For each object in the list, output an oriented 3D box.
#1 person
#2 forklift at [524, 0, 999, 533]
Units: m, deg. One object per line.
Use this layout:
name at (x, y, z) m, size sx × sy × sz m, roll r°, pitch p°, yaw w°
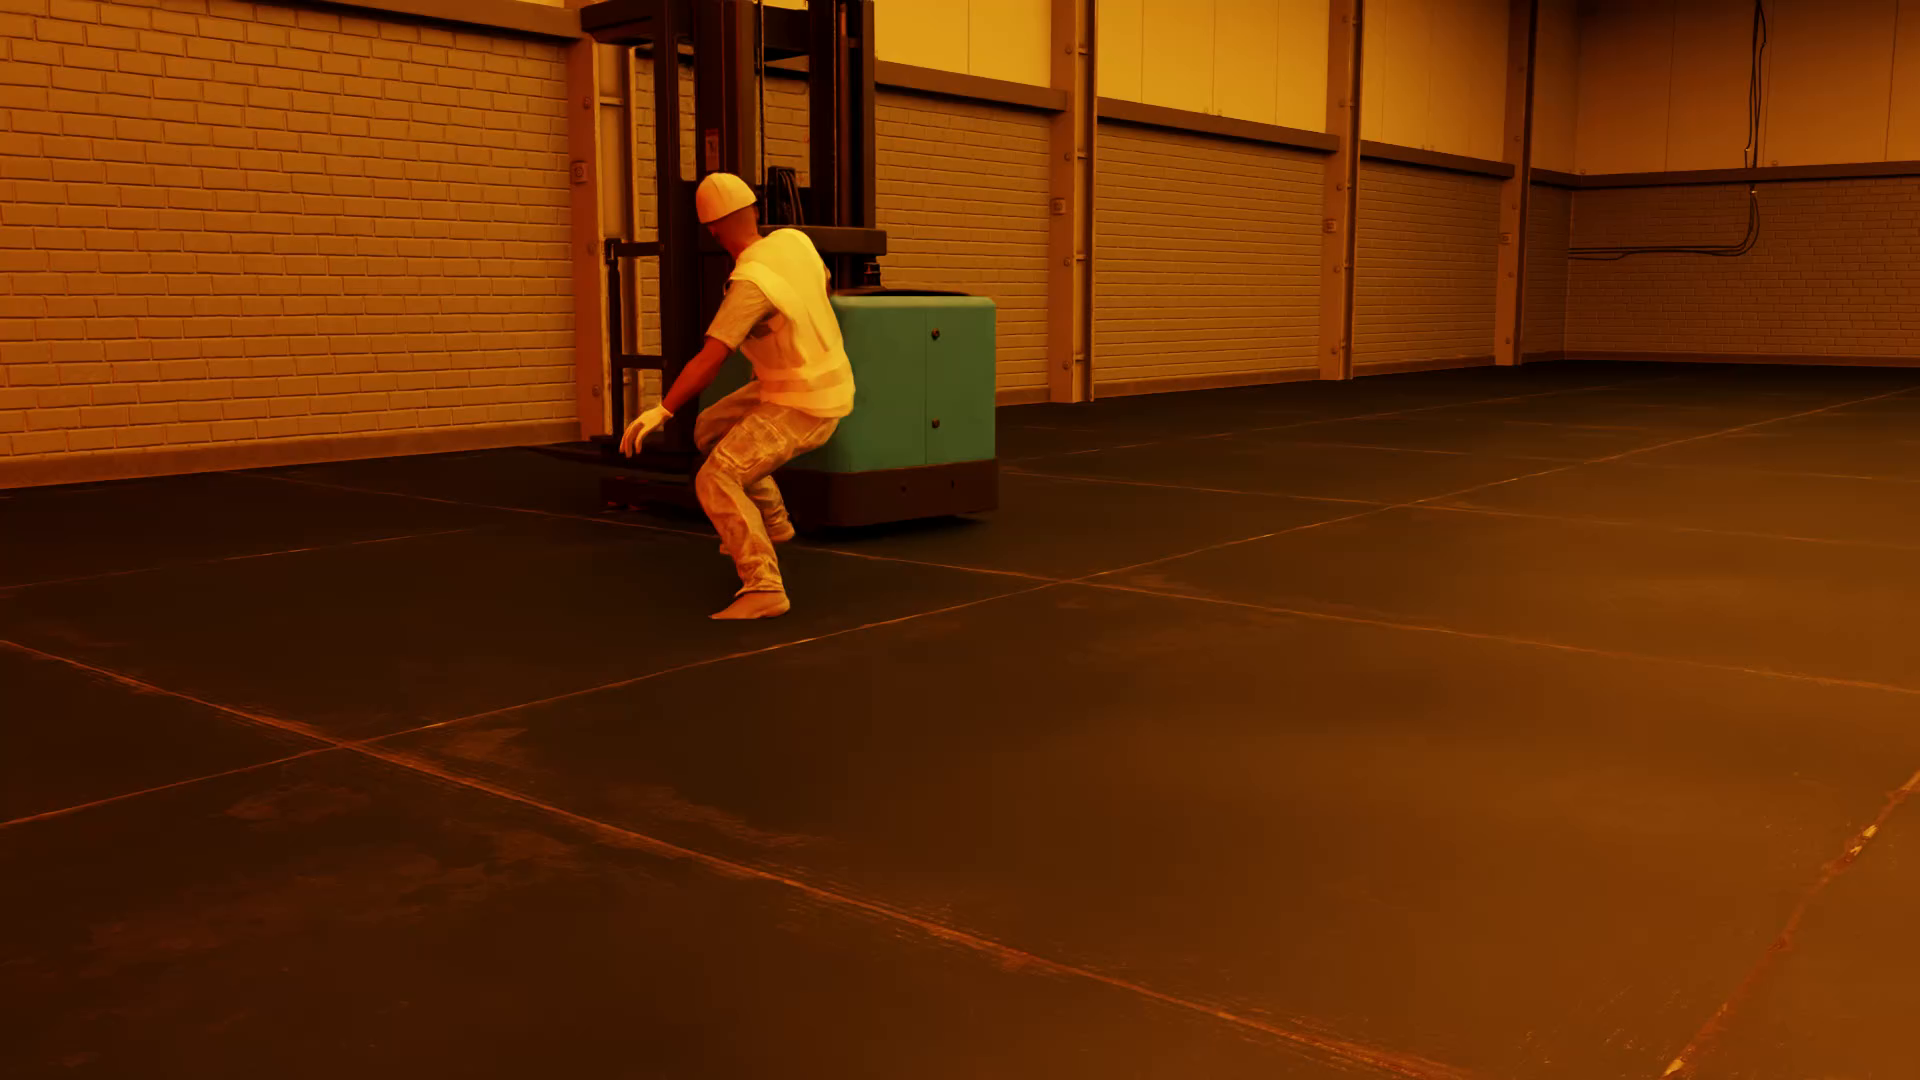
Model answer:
person at (-0.757, -0.514, 5.909) m, size 0.731 × 1.545 × 0.894 m, roll 1°, pitch 8°, yaw 5°
forklift at (-1.202, -1.639, 8.482) m, size 1.130 × 2.935 × 3.031 m, roll -8°, pitch 12°, yaw -44°
